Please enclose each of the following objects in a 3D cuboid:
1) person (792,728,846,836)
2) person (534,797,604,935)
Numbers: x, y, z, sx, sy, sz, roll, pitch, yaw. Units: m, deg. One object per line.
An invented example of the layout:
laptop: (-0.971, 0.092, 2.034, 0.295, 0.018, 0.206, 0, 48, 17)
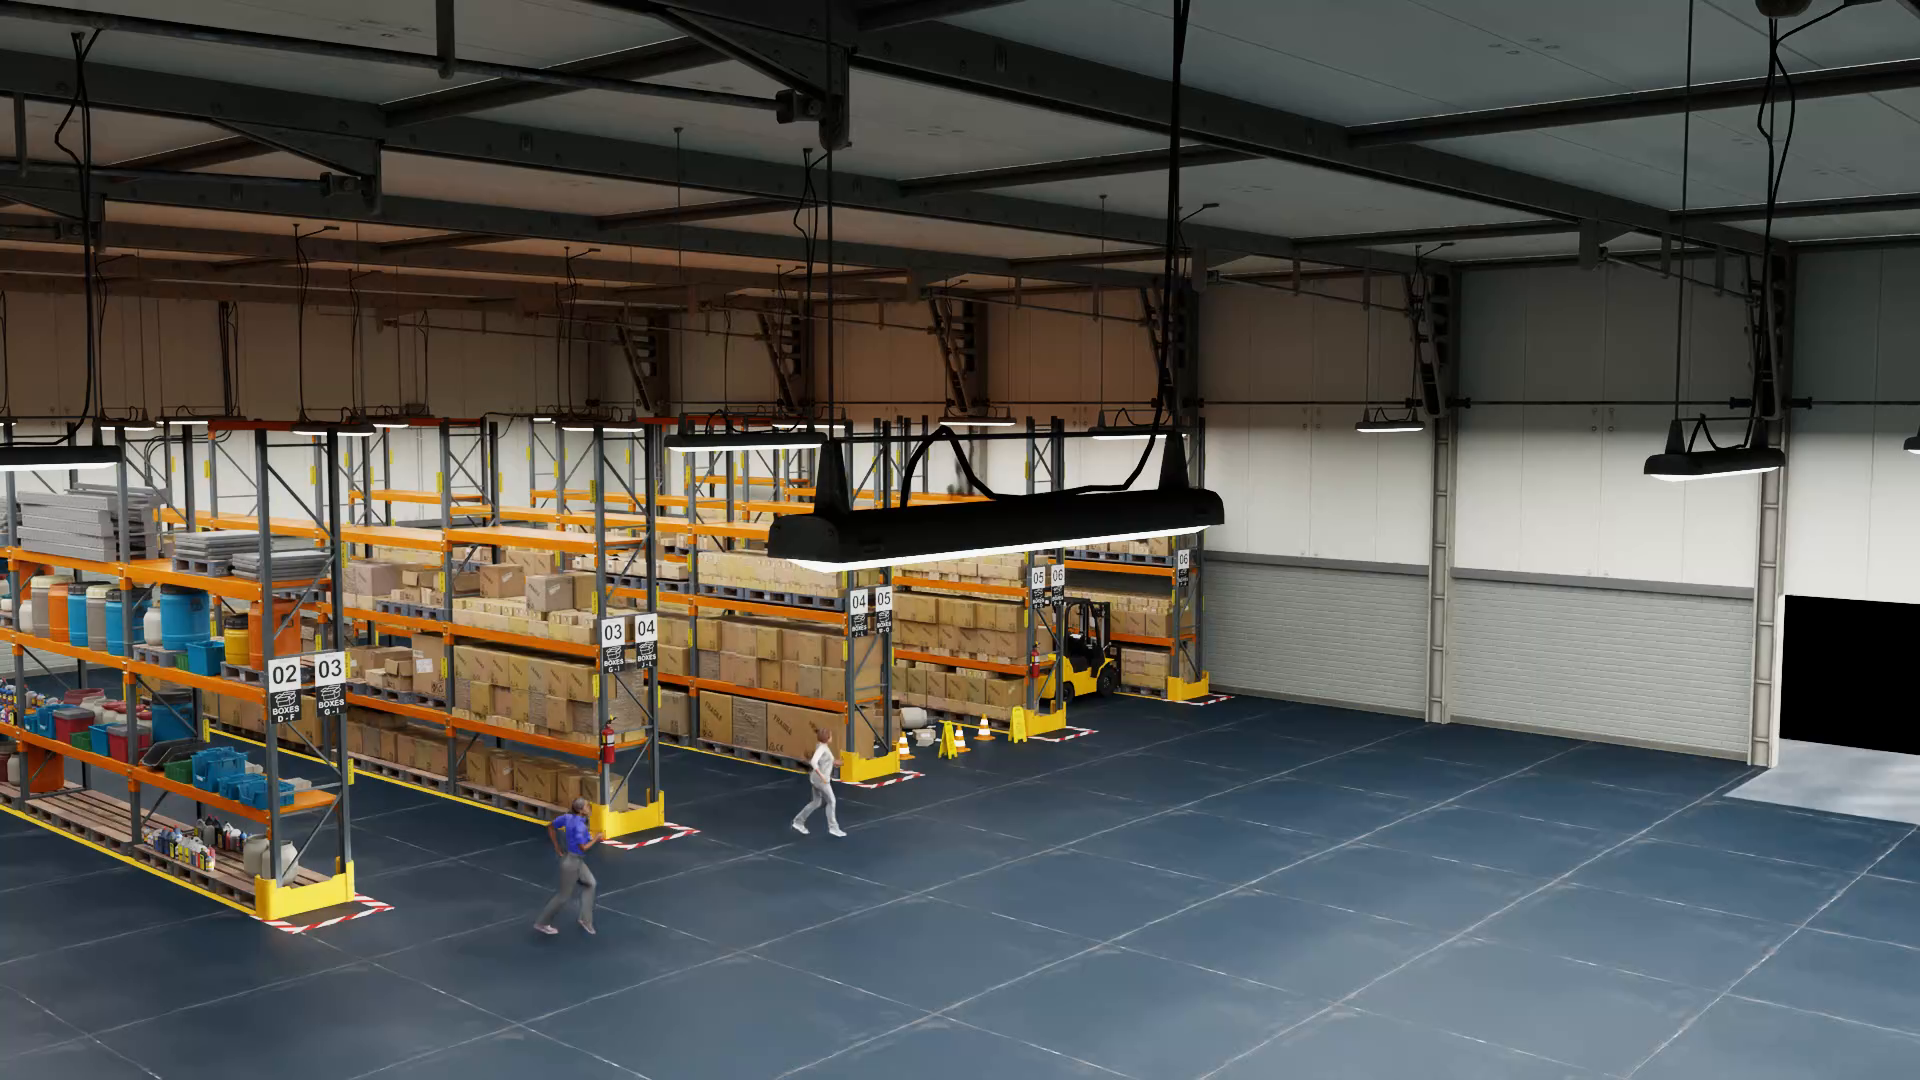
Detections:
person: (-2.036, 3.522, 24.094, 0.794, 1.607, 0.543, -1, 5, -15)
person: (-4.619, 3.896, 19.642, 0.840, 1.722, 0.558, -2, 5, -21)
